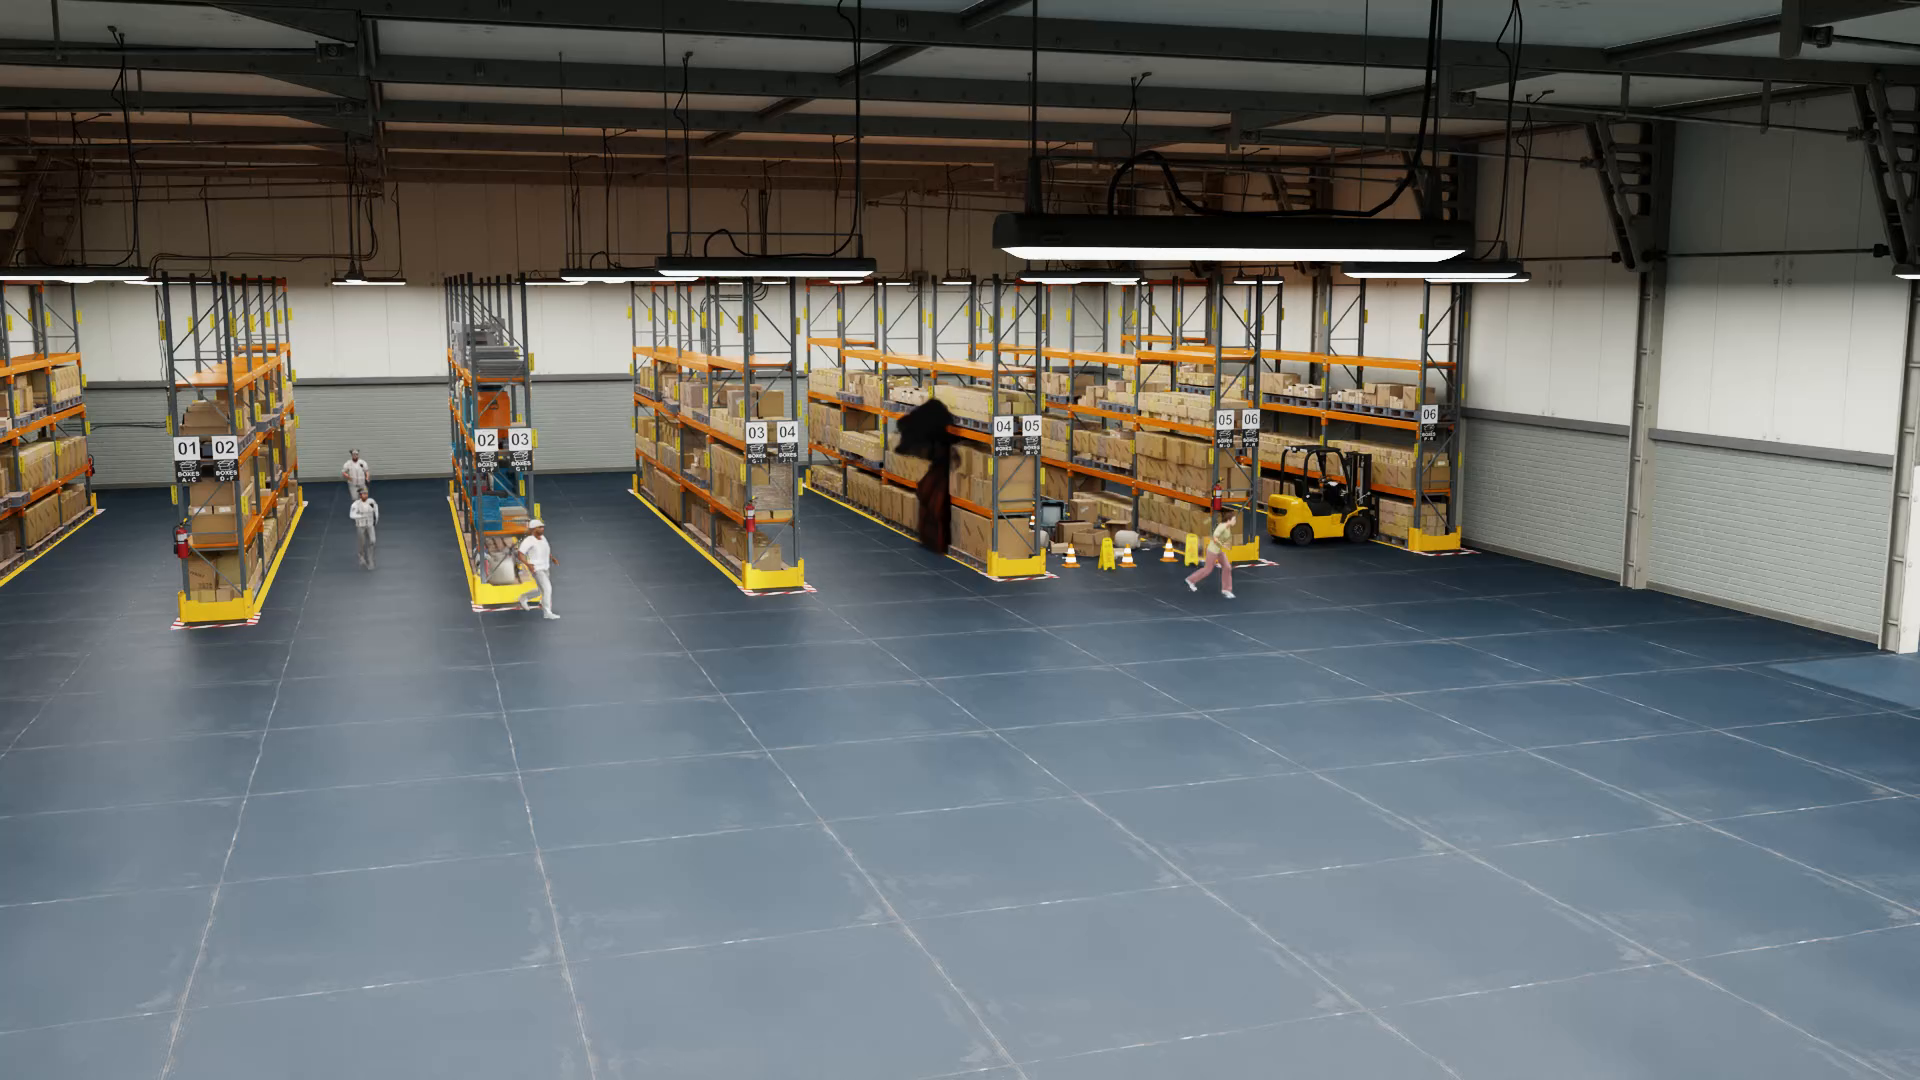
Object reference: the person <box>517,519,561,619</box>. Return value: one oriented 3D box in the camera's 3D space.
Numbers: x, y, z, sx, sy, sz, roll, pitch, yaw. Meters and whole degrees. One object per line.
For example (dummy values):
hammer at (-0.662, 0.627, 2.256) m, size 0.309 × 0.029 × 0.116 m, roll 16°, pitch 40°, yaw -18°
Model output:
person at (-7.377, 0.503, 28.959) m, size 0.868 × 1.741 × 0.736 m, roll 2°, pitch 9°, yaw 16°

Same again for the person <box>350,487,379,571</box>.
person at (-12.251, -0.253, 34.230) m, size 0.637 × 1.727 × 0.828 m, roll -6°, pitch 11°, yaw -35°

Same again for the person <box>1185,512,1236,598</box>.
person at (4.717, 0.267, 31.168) m, size 1.003 × 1.625 × 0.614 m, roll 4°, pitch 9°, yaw 24°

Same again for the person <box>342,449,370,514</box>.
person at (-15.158, -1.426, 41.801) m, size 0.664 × 1.733 × 0.573 m, roll -4°, pitch 10°, yaw -26°
